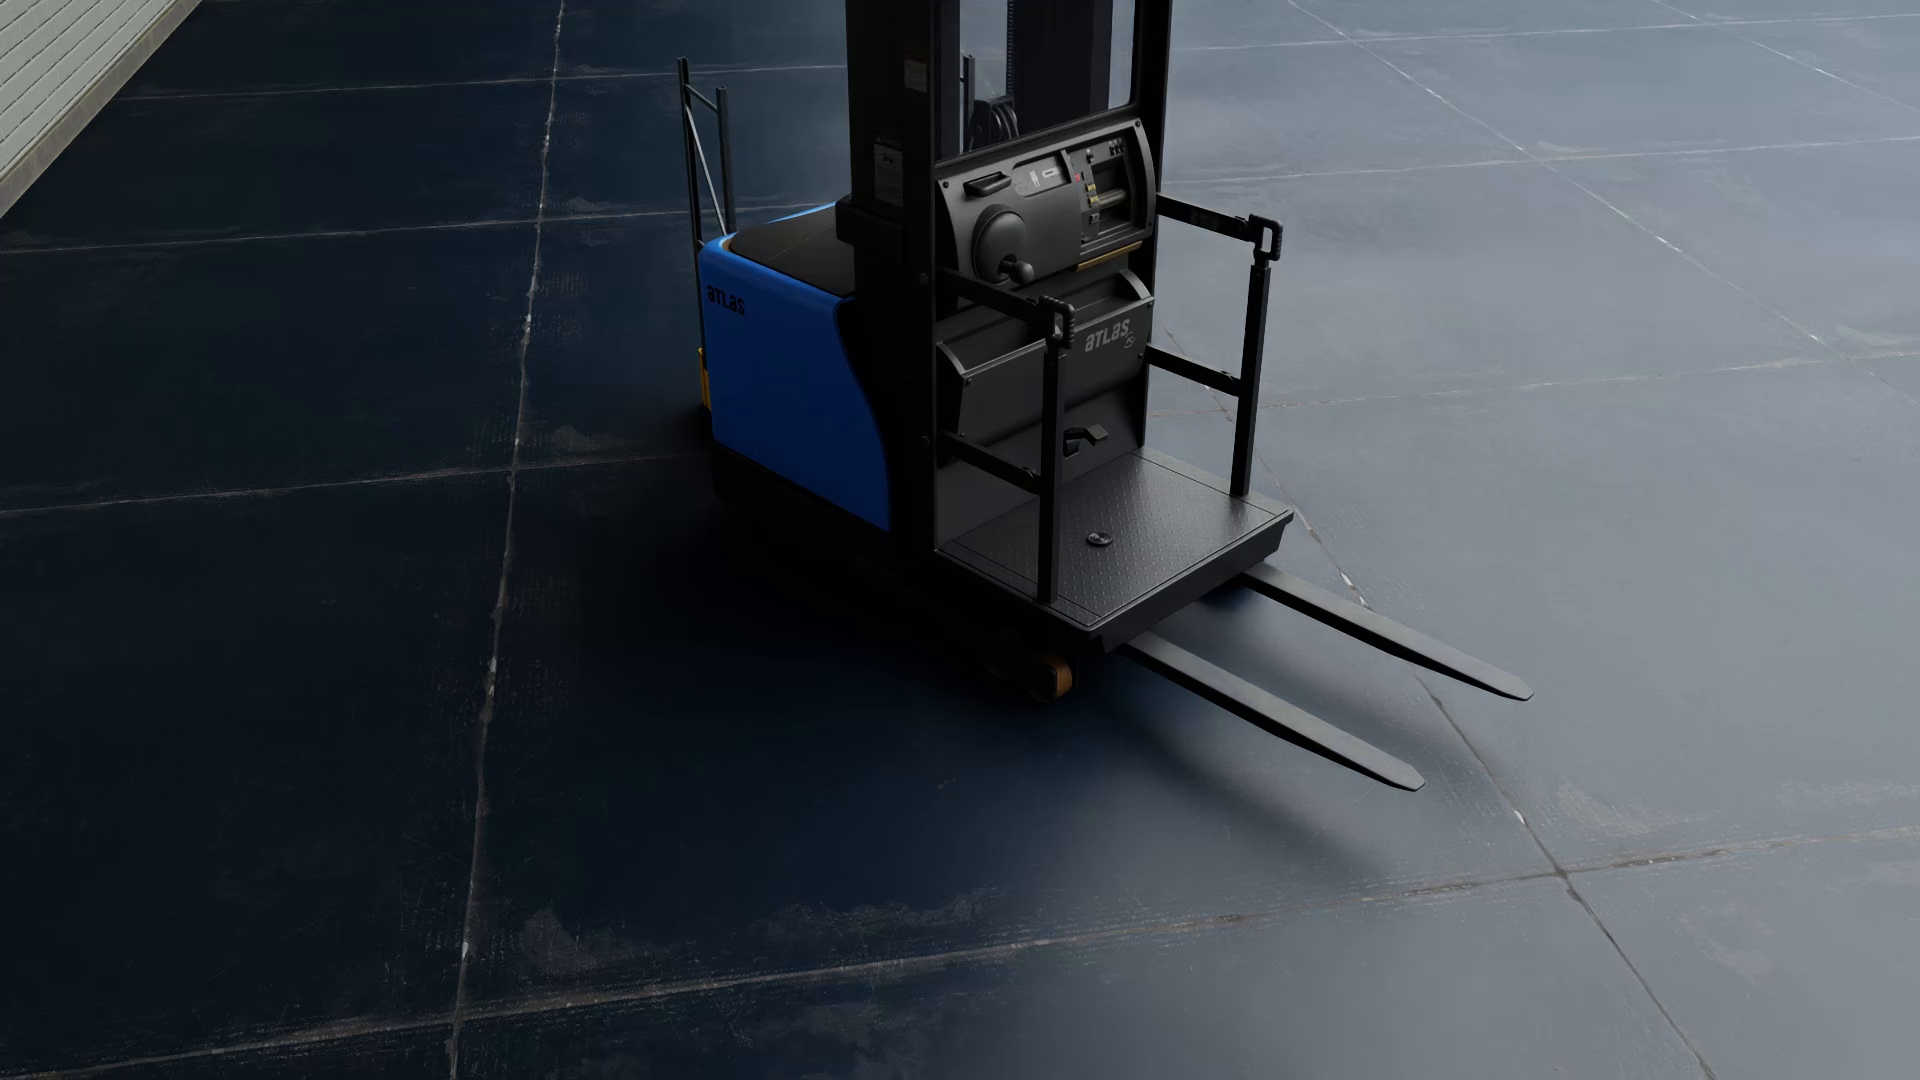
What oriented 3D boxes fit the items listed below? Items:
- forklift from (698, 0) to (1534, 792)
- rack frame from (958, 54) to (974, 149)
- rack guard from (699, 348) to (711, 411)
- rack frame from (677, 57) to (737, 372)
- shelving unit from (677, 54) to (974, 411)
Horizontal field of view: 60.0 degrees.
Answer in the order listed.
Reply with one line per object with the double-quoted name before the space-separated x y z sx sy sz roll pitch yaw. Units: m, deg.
"forklift" 0.439 -1.038 5.124 1.130 2.935 3.031 -27 40 -37
"rack frame" -0.069 -1.353 7.072 0.032 1.500 0.500 -14 33 -22
"rack guard" -0.963 -0.590 7.008 0.087 0.250 0.587 -14 33 -22
"rack frame" -0.980 -1.125 6.683 0.032 1.500 0.500 -14 33 -22
"shelving unit" -0.517 -1.241 6.881 1.083 1.500 0.587 -14 33 -22
